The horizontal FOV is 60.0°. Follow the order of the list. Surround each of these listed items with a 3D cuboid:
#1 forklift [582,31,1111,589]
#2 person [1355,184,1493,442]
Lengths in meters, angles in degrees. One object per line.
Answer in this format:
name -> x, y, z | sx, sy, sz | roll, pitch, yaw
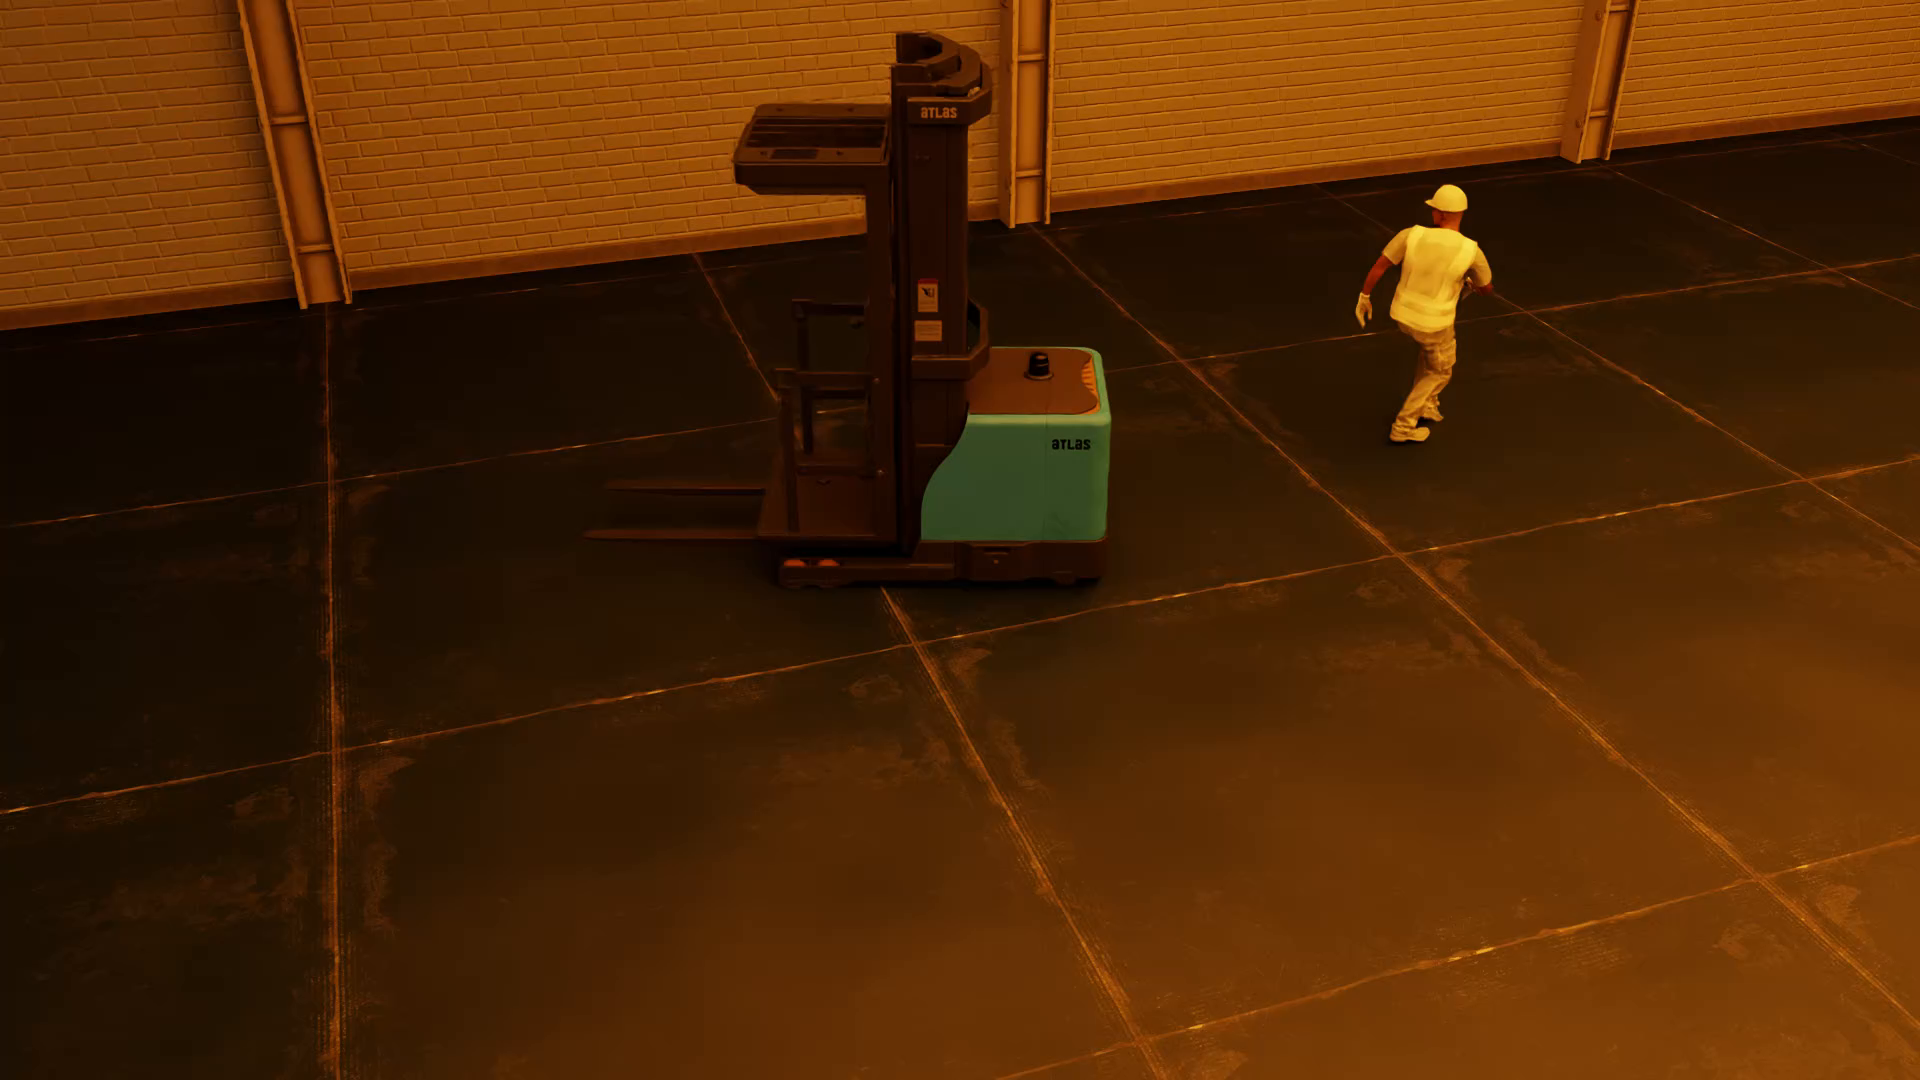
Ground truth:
forklift -> -0.671, -1.255, 9.269 | 3.031, 2.935, 1.130 | 0, 30, 0
person -> 3.058, -1.442, 10.862 | 0.844, 1.769, 0.629 | -22, 36, -33
